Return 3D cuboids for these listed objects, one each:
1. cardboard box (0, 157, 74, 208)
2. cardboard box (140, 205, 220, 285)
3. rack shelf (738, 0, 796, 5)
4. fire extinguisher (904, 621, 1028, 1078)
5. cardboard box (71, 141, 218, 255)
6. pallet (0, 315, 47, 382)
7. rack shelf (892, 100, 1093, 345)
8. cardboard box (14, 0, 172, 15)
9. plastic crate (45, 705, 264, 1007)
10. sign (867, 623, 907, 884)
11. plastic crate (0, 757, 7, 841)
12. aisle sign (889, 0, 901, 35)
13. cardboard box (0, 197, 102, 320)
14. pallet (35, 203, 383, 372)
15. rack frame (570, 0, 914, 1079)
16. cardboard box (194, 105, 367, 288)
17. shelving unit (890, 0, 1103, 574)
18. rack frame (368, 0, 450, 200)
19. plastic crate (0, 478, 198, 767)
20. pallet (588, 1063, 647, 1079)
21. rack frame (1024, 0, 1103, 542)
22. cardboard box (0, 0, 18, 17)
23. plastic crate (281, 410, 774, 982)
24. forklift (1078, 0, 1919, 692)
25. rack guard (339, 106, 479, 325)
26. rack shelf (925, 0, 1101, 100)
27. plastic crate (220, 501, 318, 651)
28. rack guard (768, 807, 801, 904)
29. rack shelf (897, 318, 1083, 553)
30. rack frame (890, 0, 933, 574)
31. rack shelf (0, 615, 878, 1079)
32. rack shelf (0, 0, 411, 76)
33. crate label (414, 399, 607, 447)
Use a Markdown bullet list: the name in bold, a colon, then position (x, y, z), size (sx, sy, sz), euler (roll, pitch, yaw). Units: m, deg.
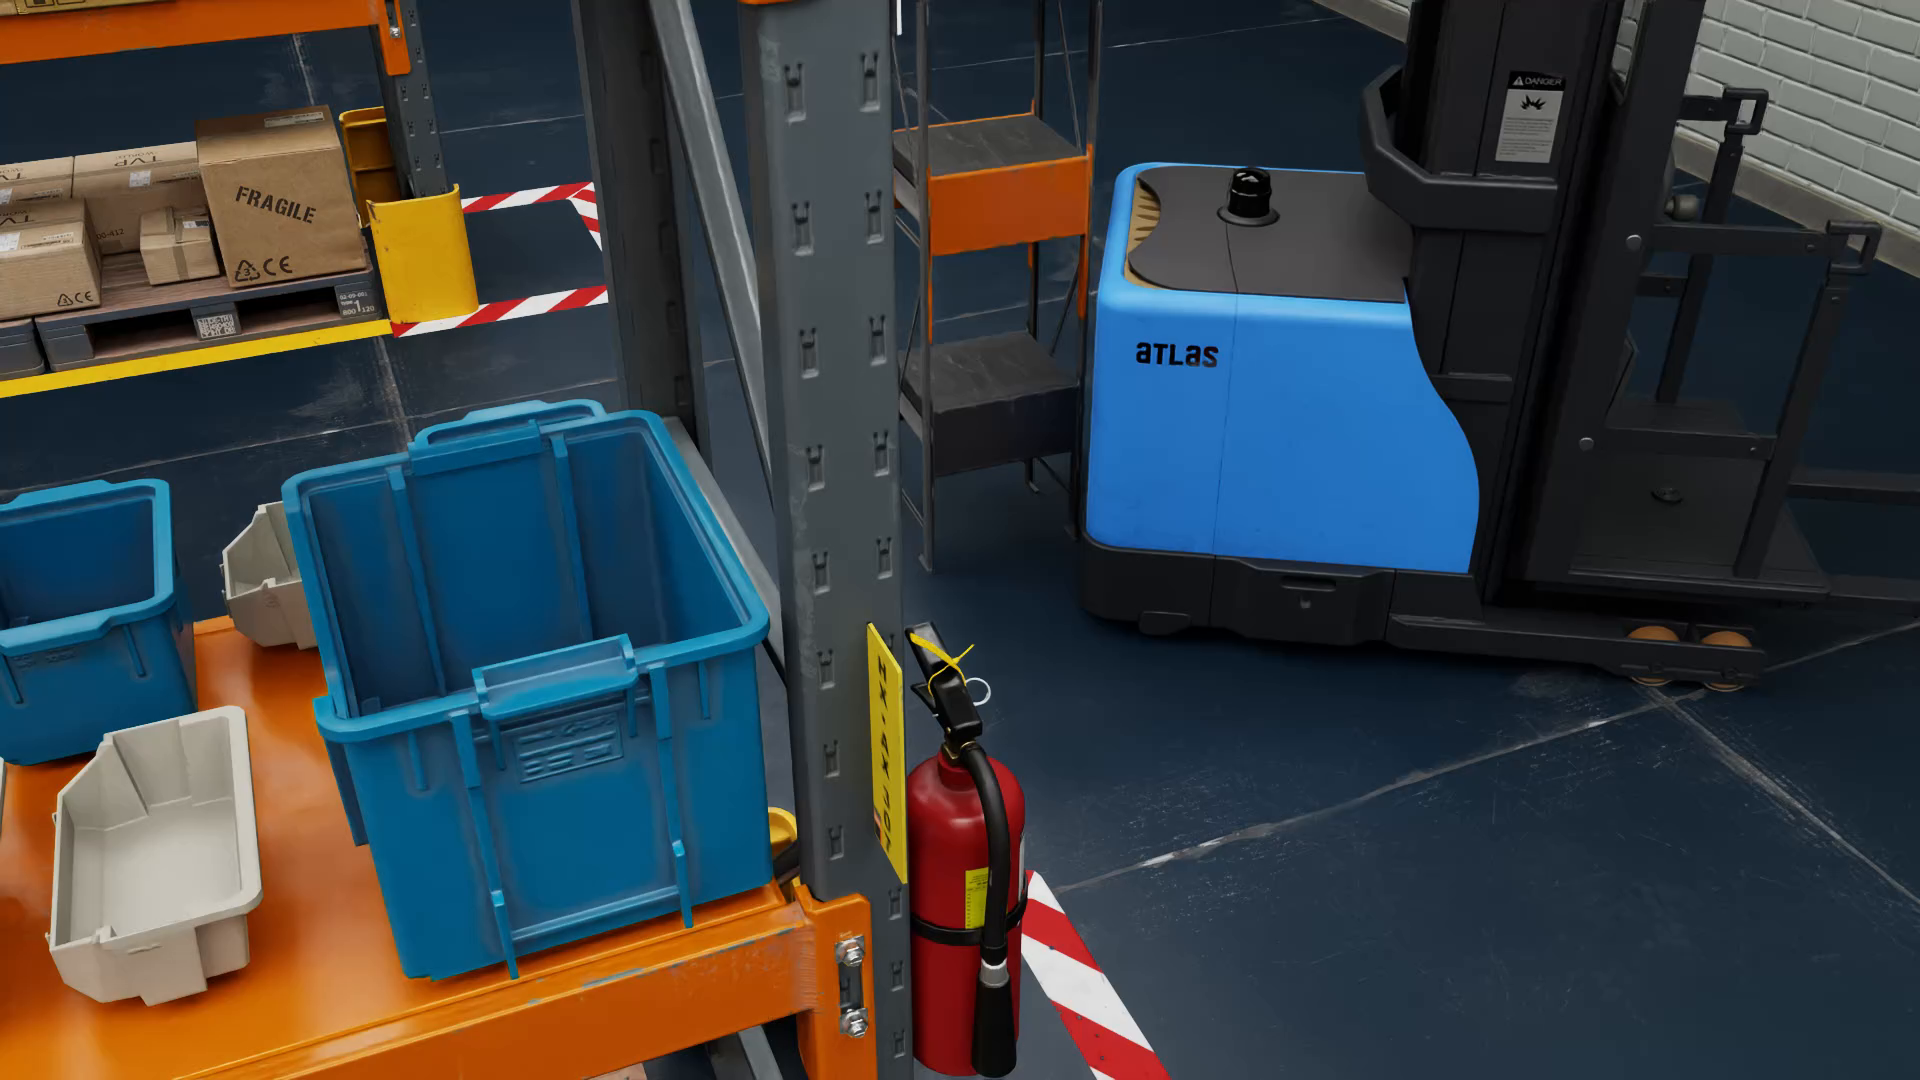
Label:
- **cardboard box**: position (-3.760, -1.290, 6.599), size (0.500, 0.250, 0.500), euler (-13, 35, -19)
- **cardboard box**: position (-3.042, -1.159, 6.475), size (0.250, 0.166, 0.380), euler (-13, 35, -19)
- **rack shelf**: position (-2.157, -0.483, 1.151), size (4.000, 0.370, 1.077), euler (-13, 35, -19)
- **fire extinguisher**: position (0.002, 0.436, 2.242), size (0.183, 0.674, 0.296), euler (-13, 35, -19)
- **cardboard box**: position (-3.299, -1.395, 6.762), size (0.500, 0.250, 0.500), euler (-13, 35, -19)
- **pallet**: position (-4.155, -0.832, 6.335), size (1.213, 0.211, 1.003), euler (-13, 35, -19)
- **rack shelf**: position (0.066, -0.916, 4.758), size (0.480, 0.518, 0.431), euler (-12, 35, -17)
- **cardboard box**: position (-3.012, -2.140, 5.697), size (0.500, 0.500, 0.500), euler (-13, 35, -19)
- **plastic crate**: position (-0.995, 0.399, 2.073), size (0.243, 0.136, 0.396), euler (-13, 35, -19)
- **sign**: position (-0.085, 0.255, 1.957), size (0.005, 0.325, 0.100), euler (-13, 35, -19)
- **plastic crate**: position (-1.268, 0.453, 1.990), size (0.243, 0.136, 0.396), euler (-13, 35, -19)
- **aisle sign**: position (-0.133, -0.907, 1.510), size (0.004, 0.787, 0.394), euler (-13, 35, -19)
- **cardboard box**: position (-3.521, -1.049, 6.229), size (0.500, 0.250, 0.500), euler (-13, 35, -19)
- **pallet**: position (-3.032, -1.087, 6.728), size (1.213, 0.211, 1.003), euler (-13, 35, -19)
- **rack frame**: position (-0.313, 0.051, 2.422), size (0.127, 3.000, 1.000), euler (-13, 35, -19)
- **cardboard box**: position (-2.633, -1.339, 6.446), size (0.500, 0.500, 0.500), euler (-13, 35, -19)
- **shelving unit**: position (0.066, -0.928, 4.750), size (0.503, 2.100, 0.431), euler (-12, 35, -17)
- **rack frame**: position (-2.227, -2.441, 6.251), size (0.127, 3.000, 1.000), euler (-13, 35, -19)
- **plastic crate**: position (-1.275, 0.121, 2.412), size (0.300, 0.233, 0.416), euler (-13, 35, -19)
- **pallet**: position (-1.089, 1.374, 2.945), size (1.213, 0.211, 1.003), euler (-13, 35, -19)
- **rack frame**: position (0.294, -0.975, 4.823), size (0.015, 2.100, 0.400), euler (-12, 35, -17)
- **cardboard box**: position (-3.474, -2.038, 5.540), size (0.500, 0.500, 0.500), euler (-13, 35, -19)
- **plastic crate**: position (-0.550, 0.175, 2.143), size (0.499, 0.435, 0.616), euler (-13, 35, -19)
- **forklift**: position (1.903, -1.118, 4.281), size (3.031, 2.935, 1.130), euler (4, 33, 7)
- **rack guard**: position (-2.297, -1.377, 6.908), size (0.348, 0.500, 1.175), euler (-13, 35, -19)
- **rack shelf**: position (0.066, -1.503, 4.376), size (0.480, 0.518, 0.431), euler (-12, 35, -17)
- **plastic crate**: position (-0.996, 0.049, 2.612), size (0.298, 0.136, 0.250), euler (-13, 35, -19)
- **rack guard**: position (-0.296, 1.087, 3.121), size (0.348, 0.500, 1.175), euler (-13, 35, -19)
- **rack shelf**: position (0.066, -0.329, 5.140), size (0.480, 0.518, 0.431), euler (-12, 35, -17)
- **rack frame**: position (-0.162, -0.880, 4.677), size (0.015, 2.100, 0.400), euler (-12, 35, -17)
- **rack shelf**: position (-2.157, 0.774, 1.969), size (4.000, 0.370, 1.077), euler (-13, 35, -19)
- **rack shelf**: position (-4.071, -1.717, 5.798), size (4.000, 0.370, 1.077), euler (-13, 35, -19)
- **crate label**: position (-0.668, -0.018, 2.625), size (0.303, 0.233, 0.416), euler (-13, 35, -19)
